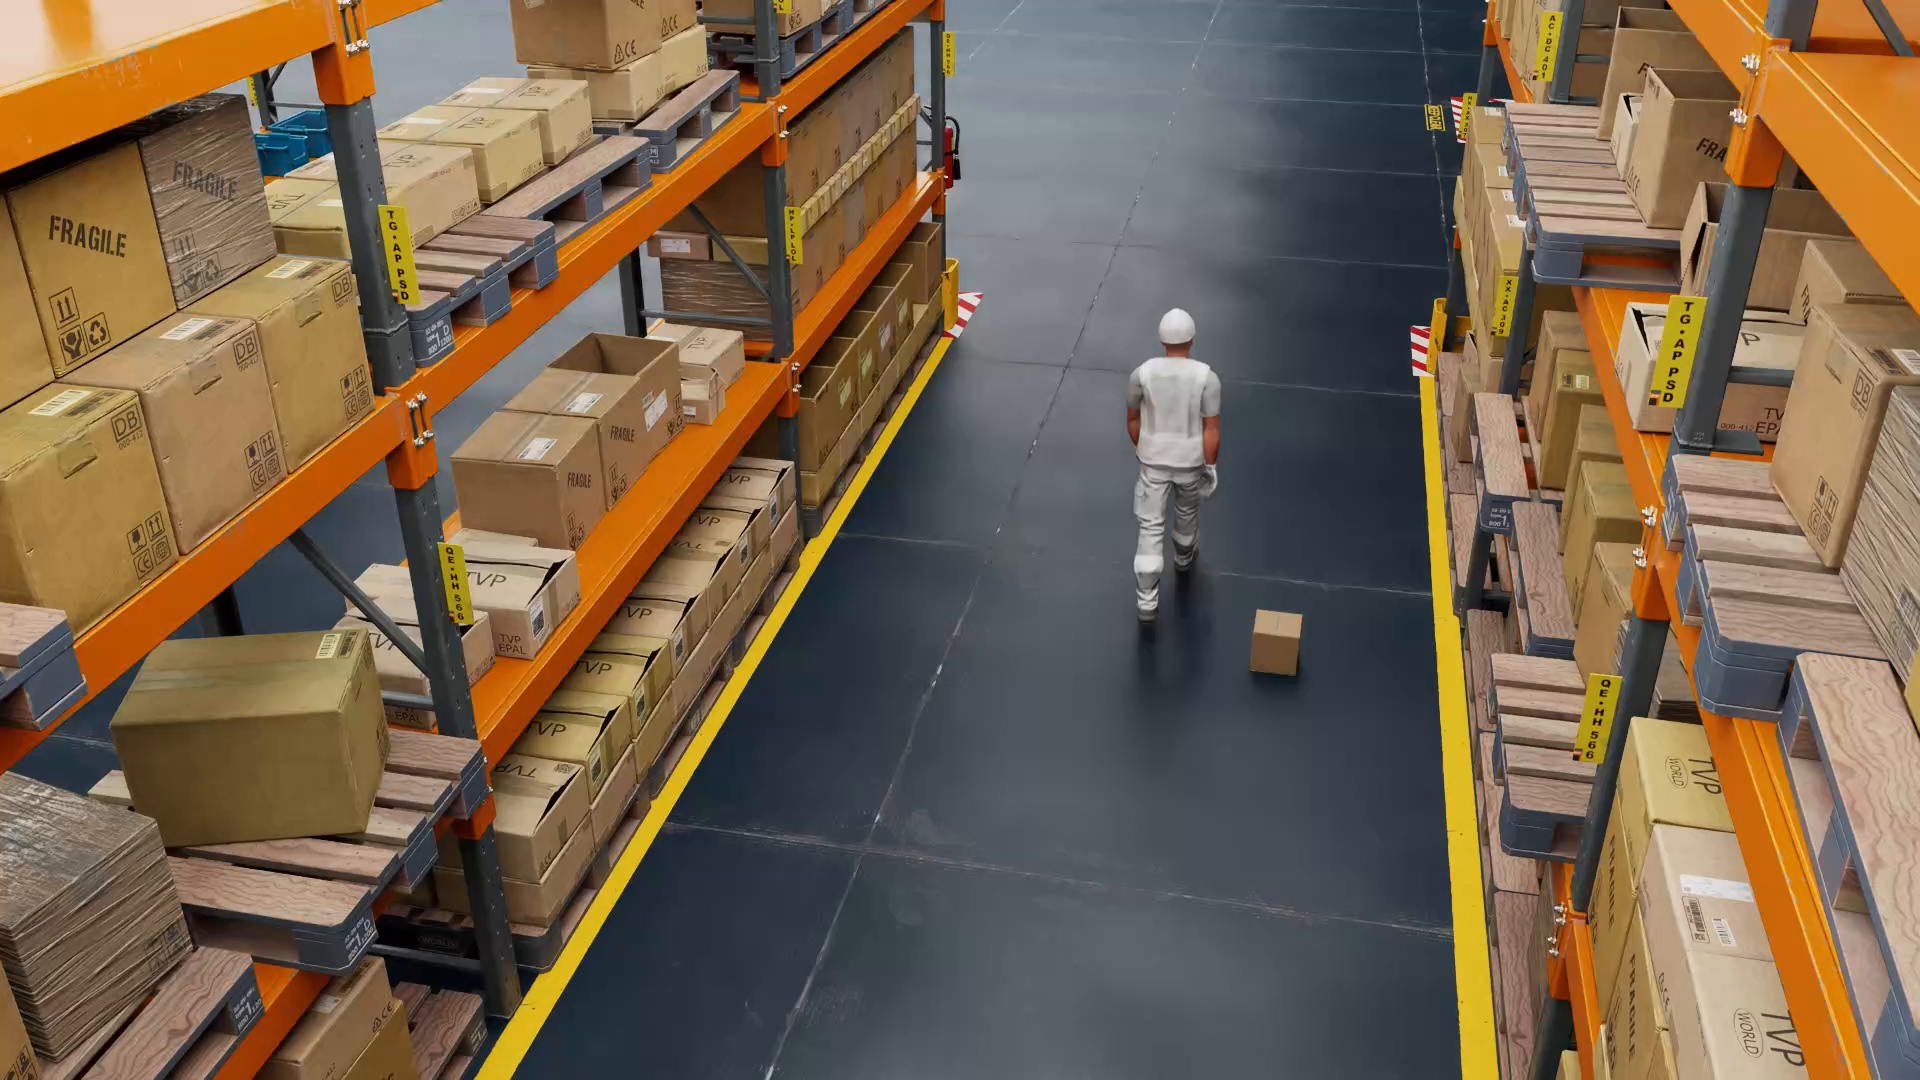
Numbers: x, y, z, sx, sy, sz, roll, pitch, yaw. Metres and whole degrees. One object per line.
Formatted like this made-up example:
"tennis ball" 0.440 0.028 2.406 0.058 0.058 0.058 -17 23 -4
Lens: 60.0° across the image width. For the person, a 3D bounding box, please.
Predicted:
"person" 1.200 -0.469 9.459 0.543 1.749 1.043 4 29 8
